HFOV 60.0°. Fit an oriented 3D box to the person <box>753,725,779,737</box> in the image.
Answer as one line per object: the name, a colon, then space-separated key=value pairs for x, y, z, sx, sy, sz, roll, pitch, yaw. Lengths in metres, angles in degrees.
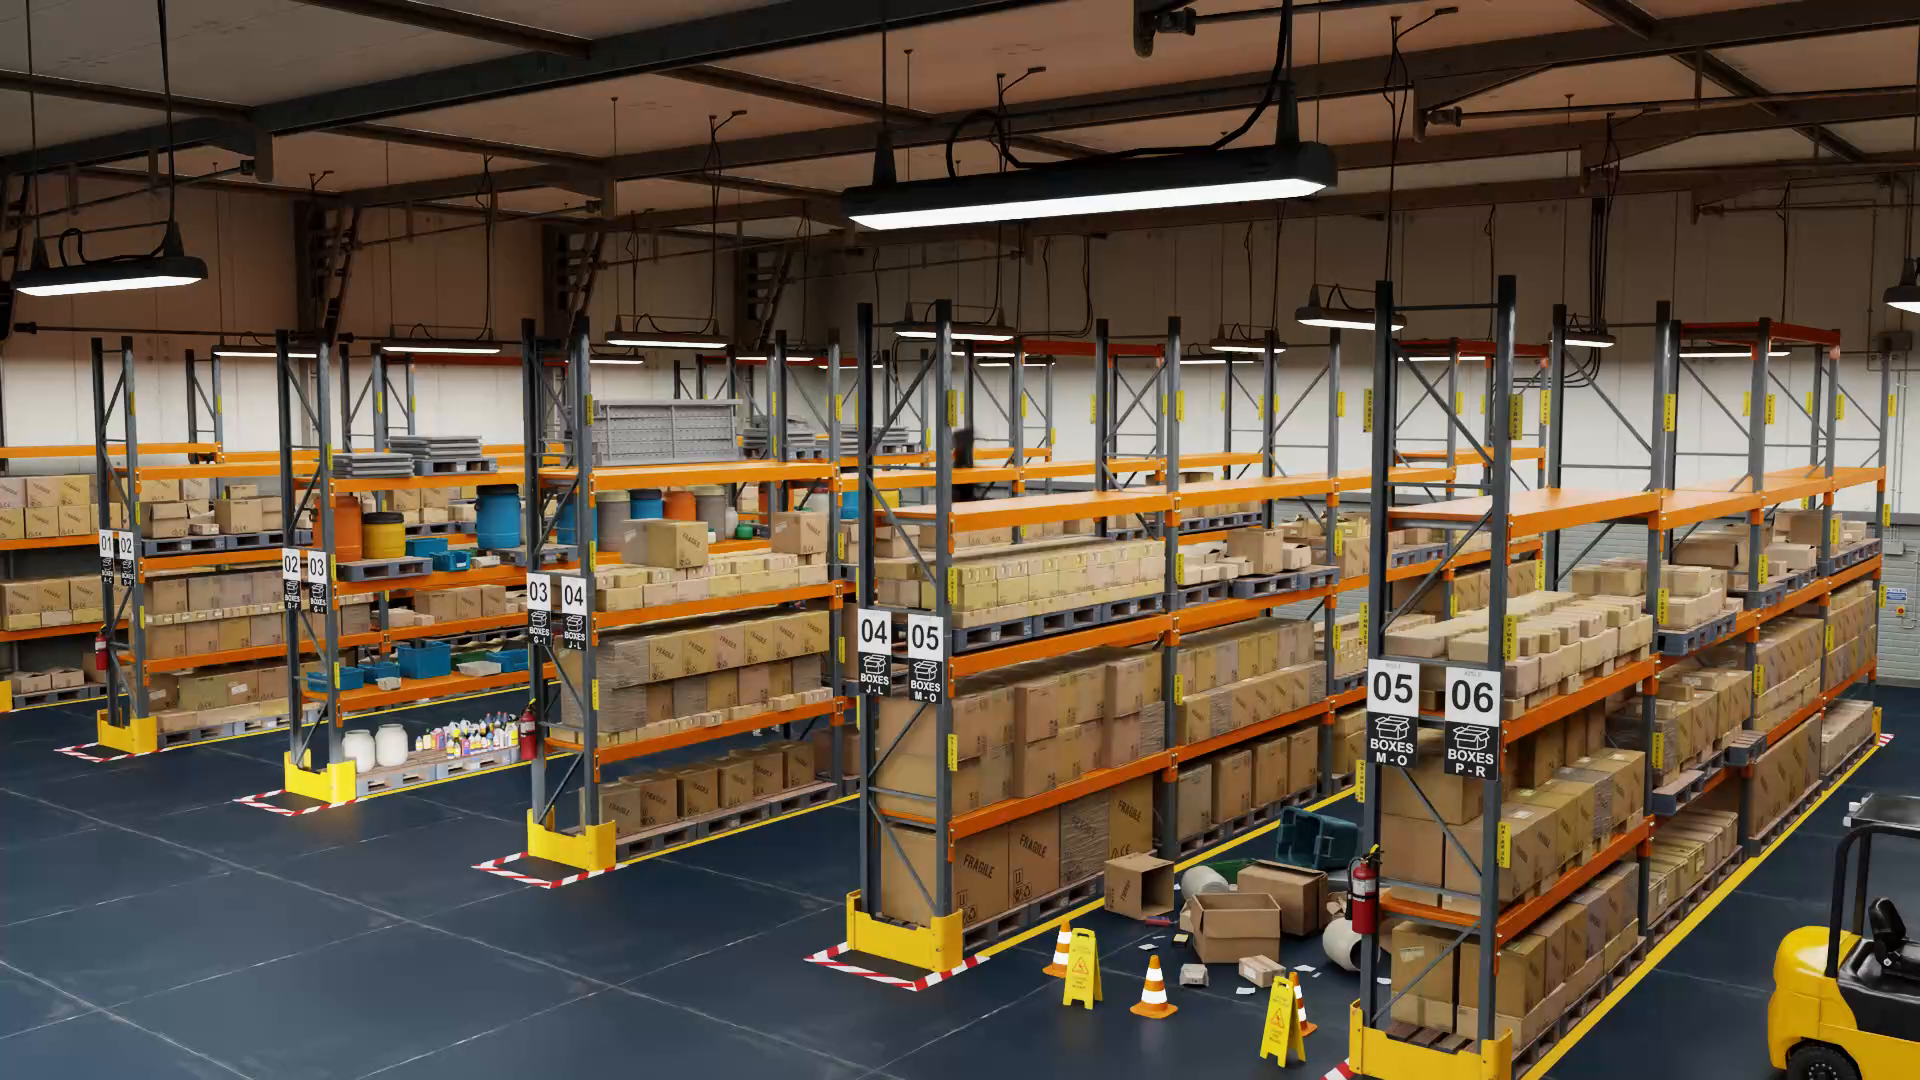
person: x=-2.992 y=2.222 z=25.287 sx=0.576 sy=1.540 sz=0.753 roll=-1 pitch=5 yaw=-9
